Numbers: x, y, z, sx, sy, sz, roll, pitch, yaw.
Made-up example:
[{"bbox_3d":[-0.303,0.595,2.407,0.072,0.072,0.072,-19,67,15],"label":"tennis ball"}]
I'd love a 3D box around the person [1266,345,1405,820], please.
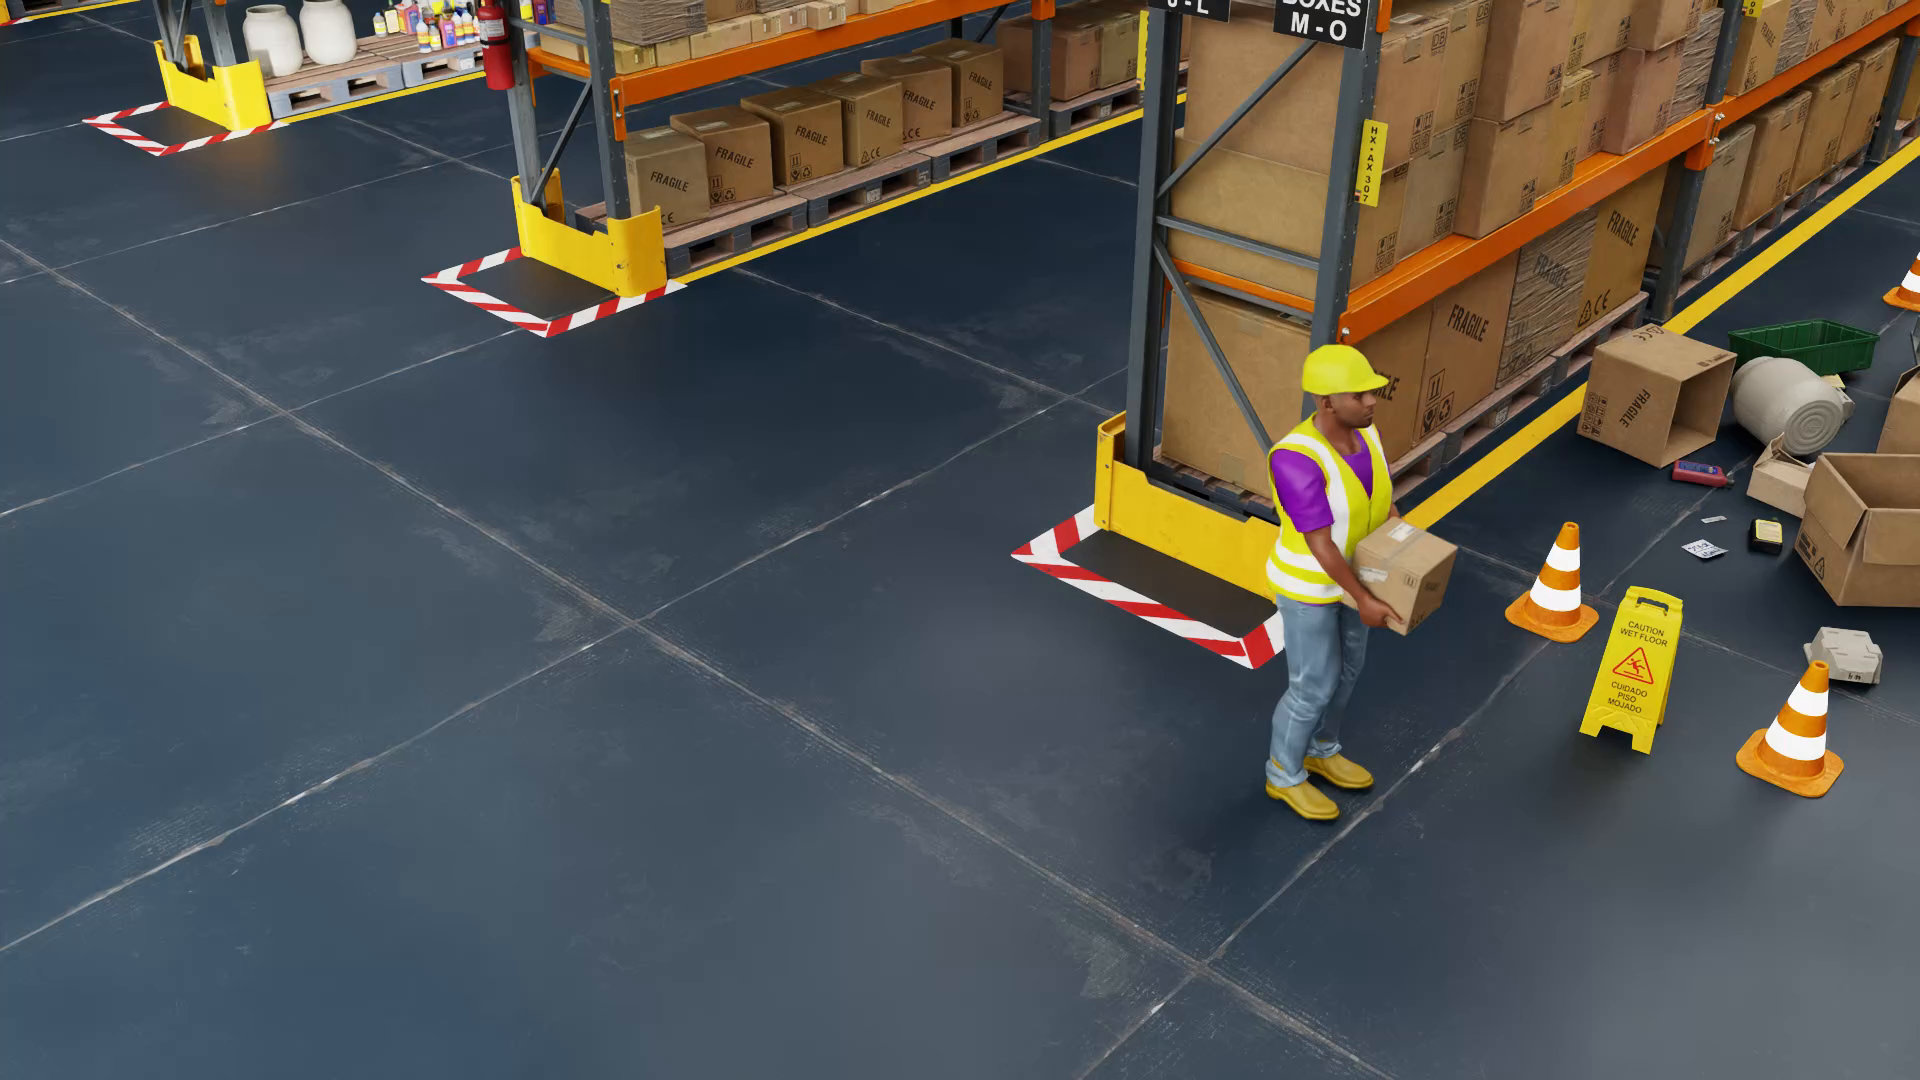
[{"bbox_3d":[1.363,0.178,5.819,0.578,1.765,0.514,25,39,35],"label":"person"}]
